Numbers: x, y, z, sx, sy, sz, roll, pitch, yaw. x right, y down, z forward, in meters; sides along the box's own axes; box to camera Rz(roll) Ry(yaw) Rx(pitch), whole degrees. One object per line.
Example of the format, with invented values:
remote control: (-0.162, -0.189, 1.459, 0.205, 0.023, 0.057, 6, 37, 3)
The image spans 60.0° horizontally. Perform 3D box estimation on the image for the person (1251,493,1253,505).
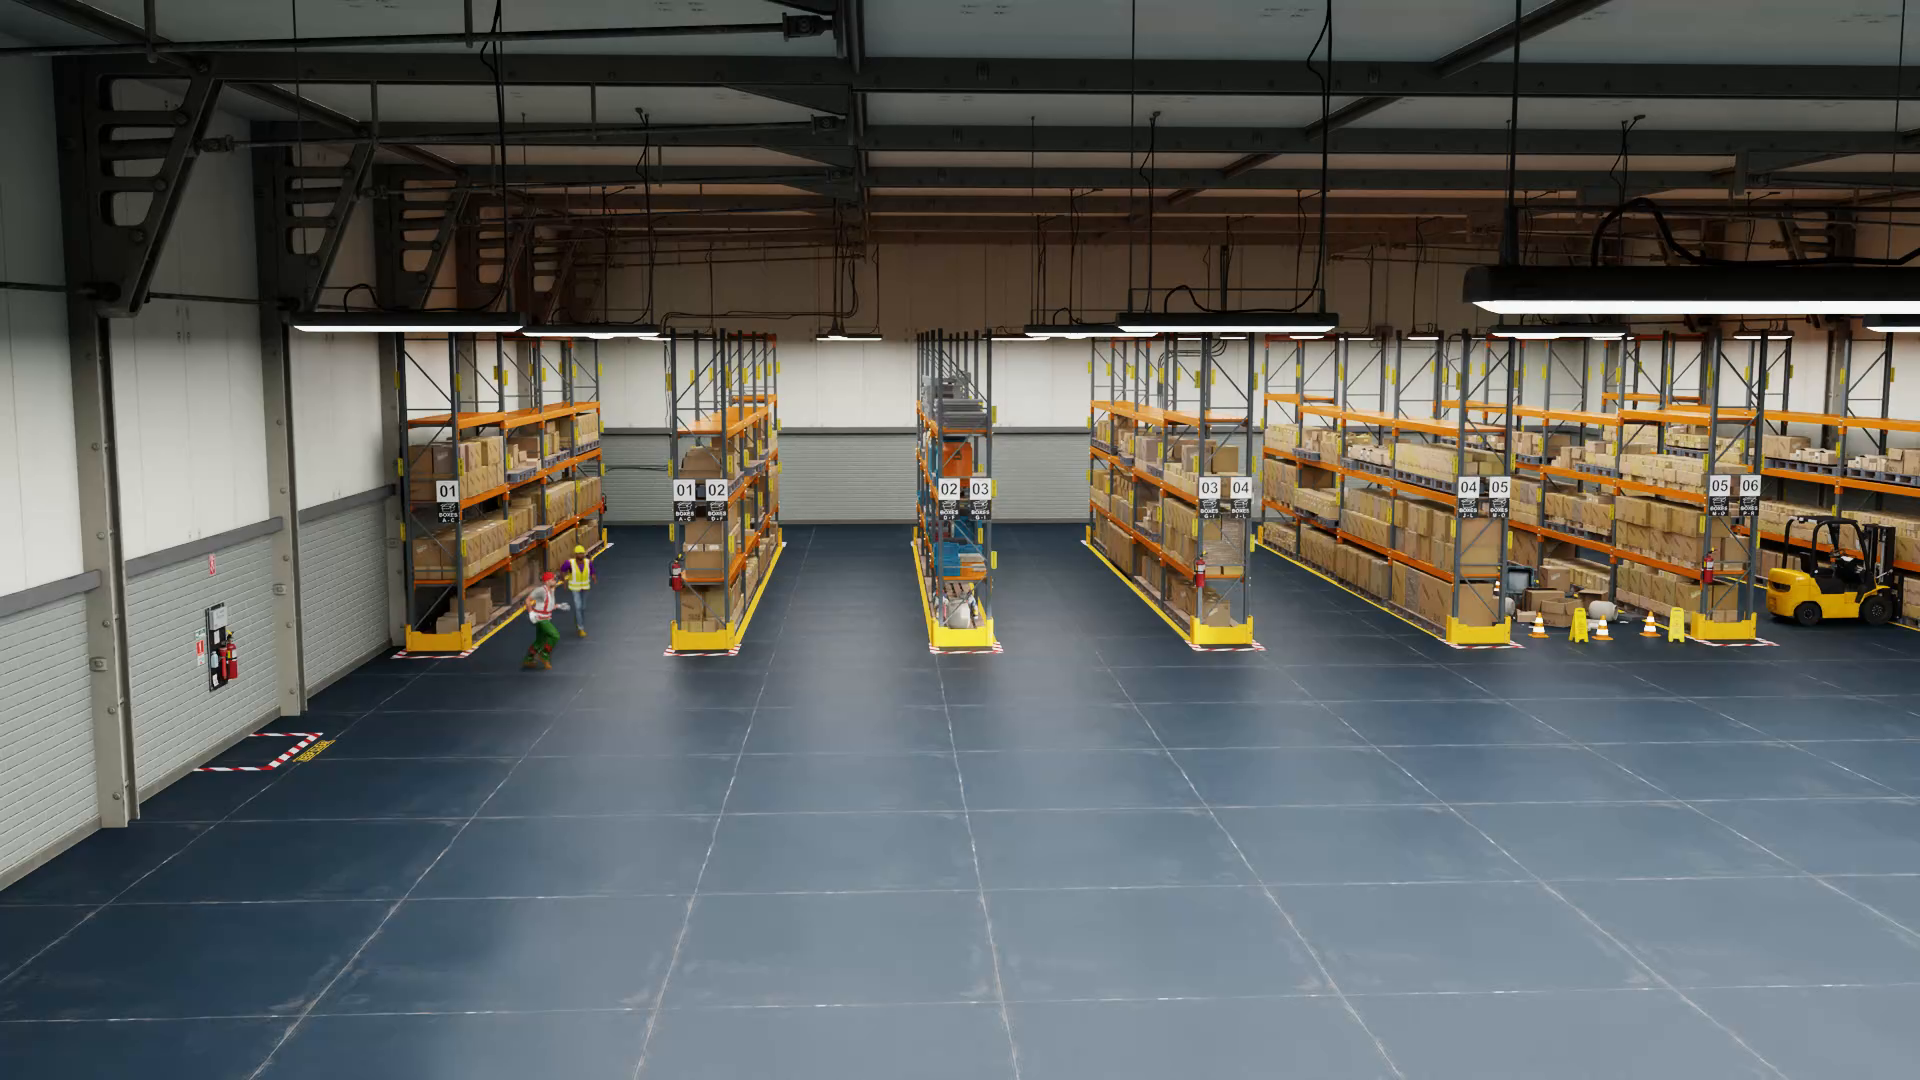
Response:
person: (8.467, -0.871, 49.339, 0.568, 1.585, 0.839, 6, 9, 43)

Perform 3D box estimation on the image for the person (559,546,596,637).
person: (-7.544, 0.978, 32.876, 0.661, 1.761, 0.974, -4, 8, -31)

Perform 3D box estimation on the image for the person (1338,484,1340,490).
person: (10.898, -0.725, 47.527, 0.614, 1.750, 0.777, -3, 7, -24)

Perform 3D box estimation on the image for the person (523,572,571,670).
person: (-7.346, 1.422, 29.297, 0.856, 1.740, 0.665, 1, 7, 10)
